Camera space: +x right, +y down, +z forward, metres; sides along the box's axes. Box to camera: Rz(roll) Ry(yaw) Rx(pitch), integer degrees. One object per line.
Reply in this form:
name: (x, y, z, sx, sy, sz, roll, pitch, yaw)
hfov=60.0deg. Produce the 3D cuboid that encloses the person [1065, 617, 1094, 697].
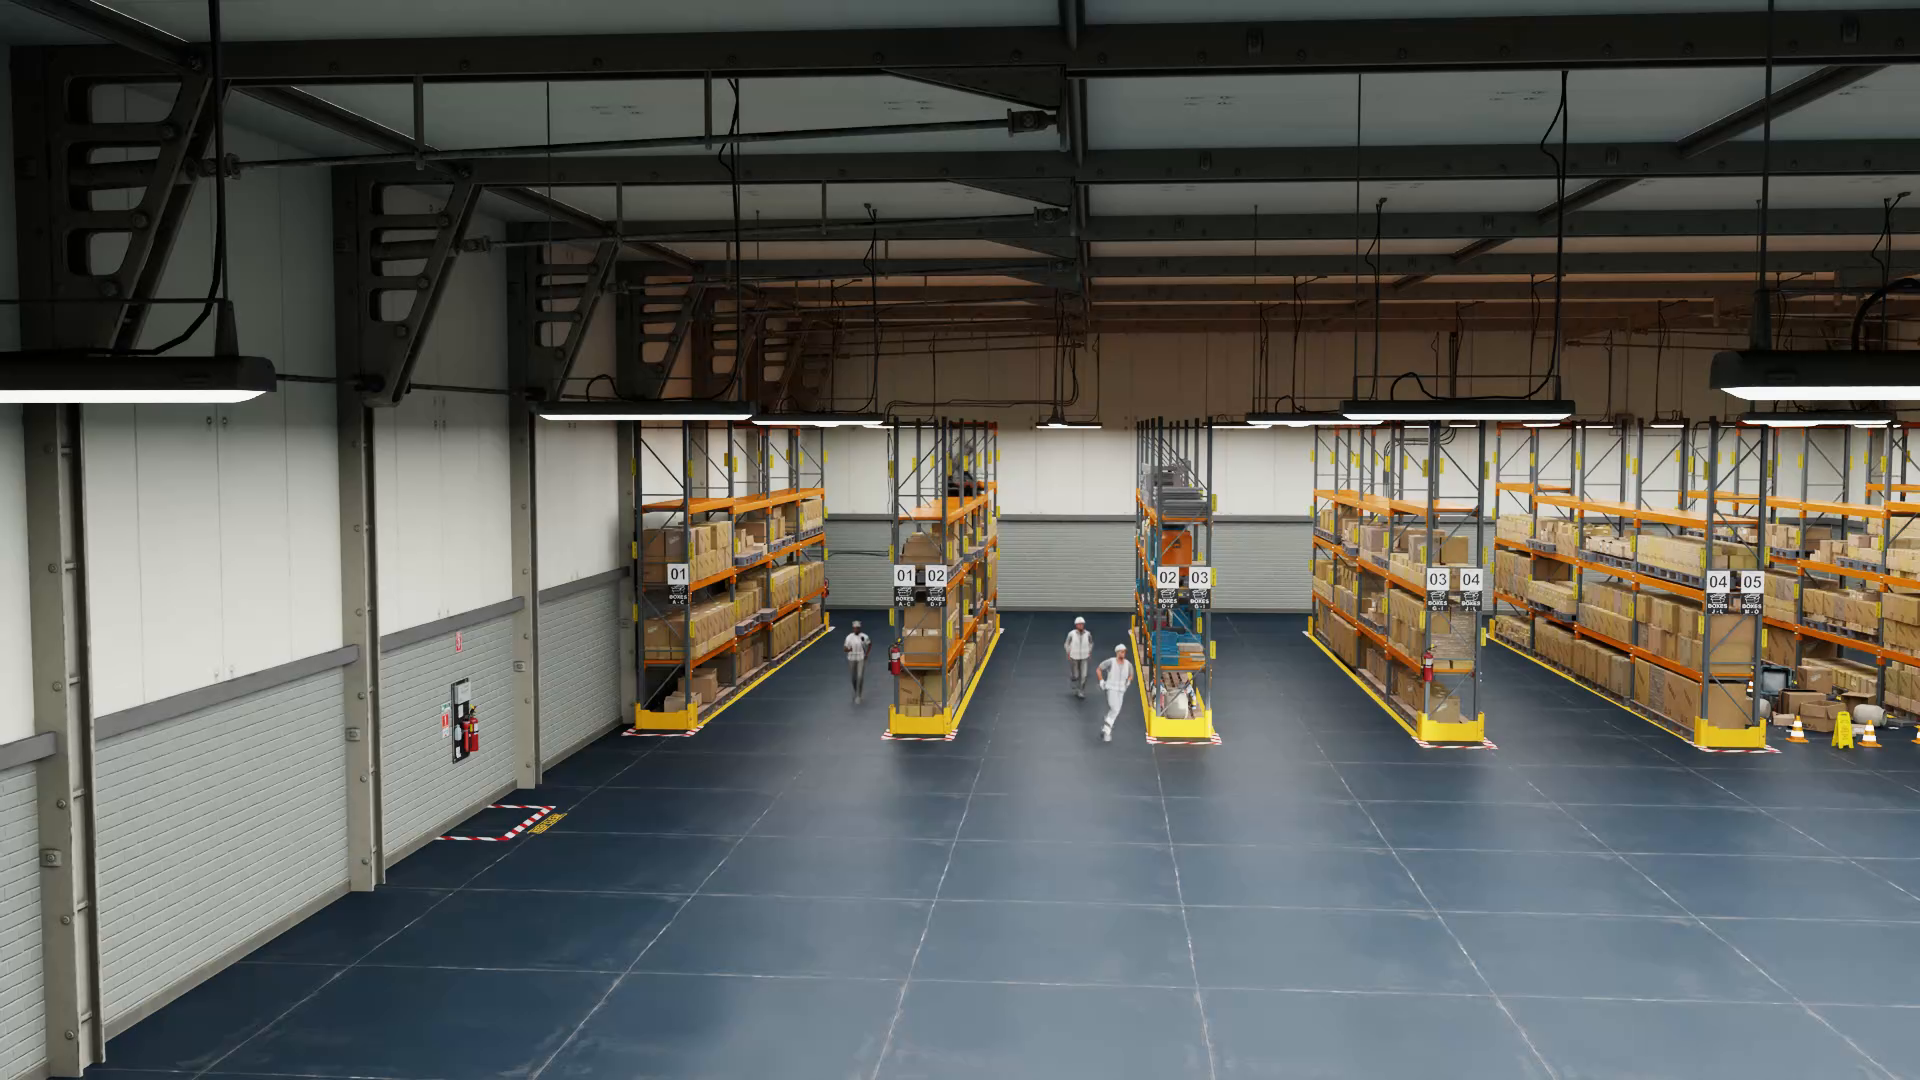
person: (2.578, 2.485, 35.979, 0.647, 1.659, 0.637, 0, 4, -6)

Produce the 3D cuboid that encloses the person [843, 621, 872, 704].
person: (-2.178, 2.553, 35.167, 0.581, 1.699, 0.876, 0, 4, 3)

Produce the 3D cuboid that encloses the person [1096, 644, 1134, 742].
person: (2.912, 2.775, 30.875, 0.685, 1.677, 0.674, -2, 4, -27)

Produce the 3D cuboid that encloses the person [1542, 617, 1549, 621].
person: (16.342, 1.797, 47.119, 0.657, 1.658, 0.902, -2, 4, -26)
